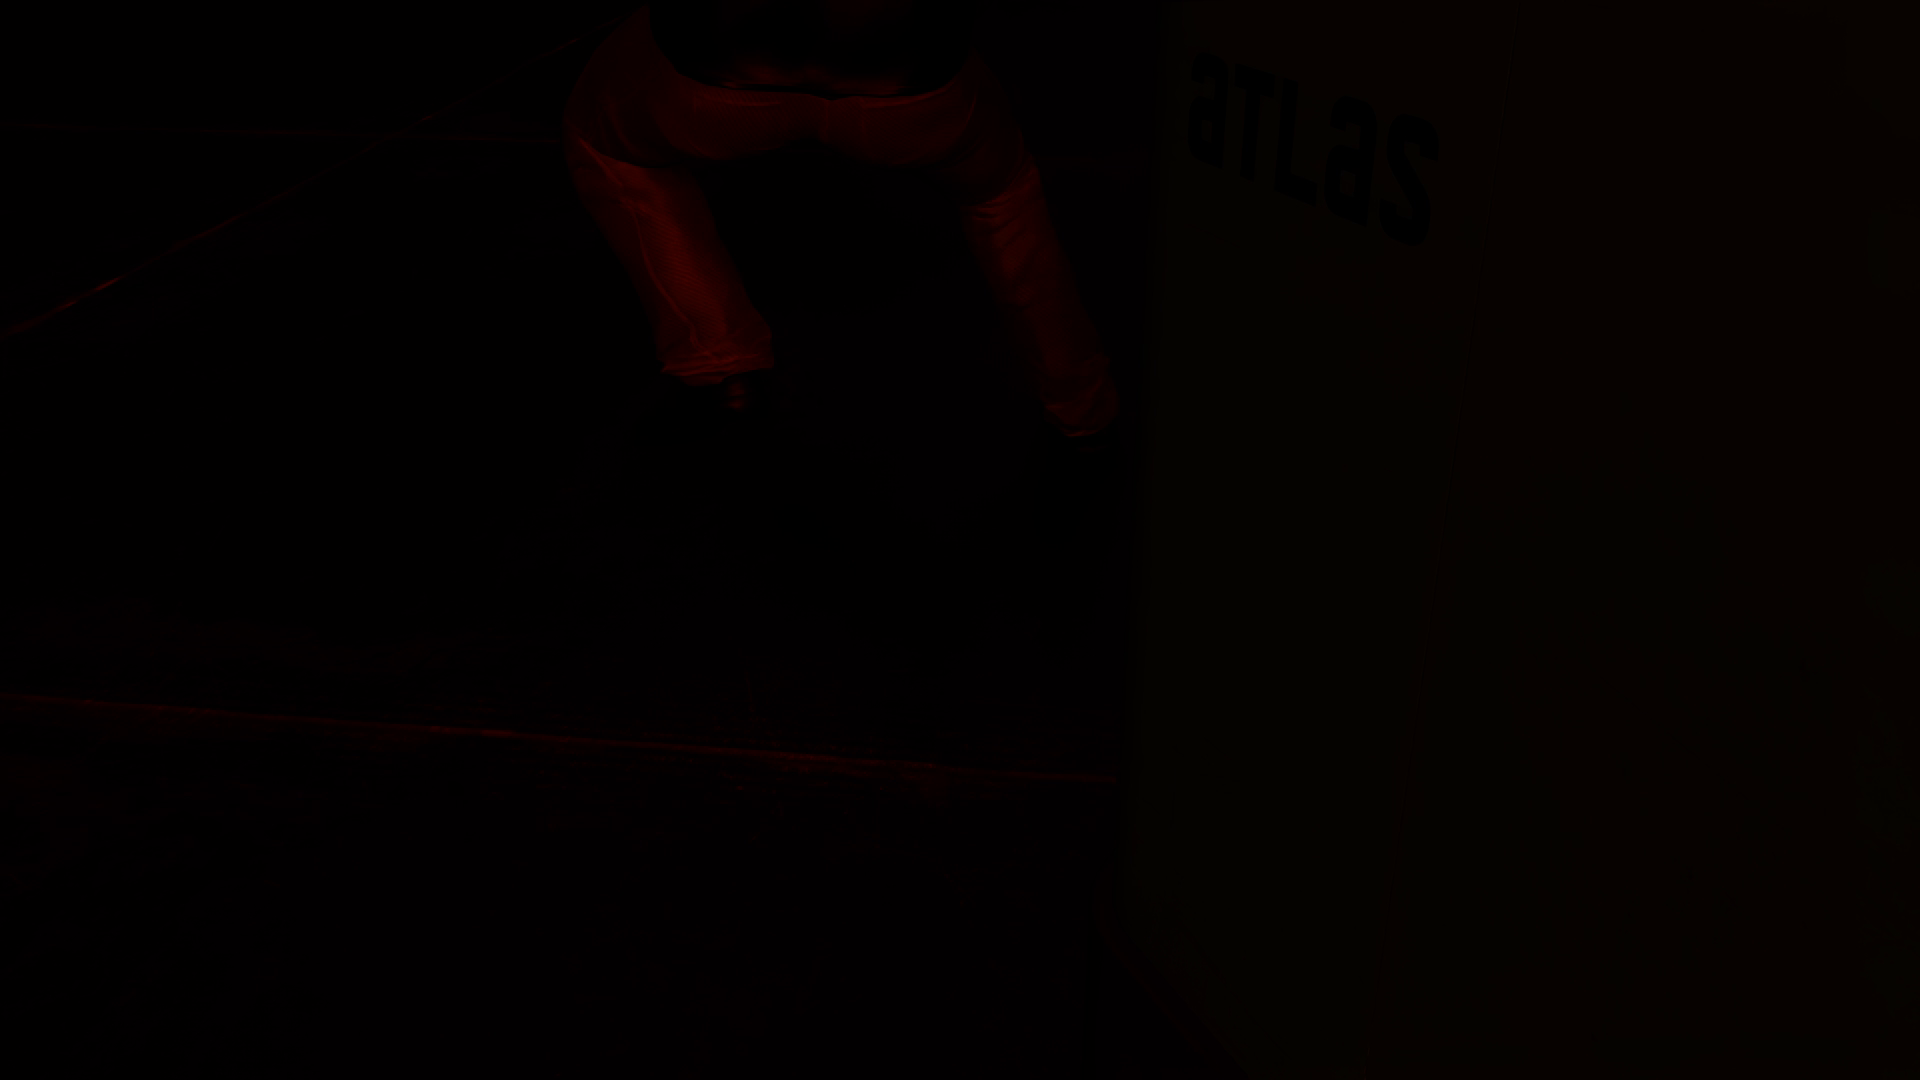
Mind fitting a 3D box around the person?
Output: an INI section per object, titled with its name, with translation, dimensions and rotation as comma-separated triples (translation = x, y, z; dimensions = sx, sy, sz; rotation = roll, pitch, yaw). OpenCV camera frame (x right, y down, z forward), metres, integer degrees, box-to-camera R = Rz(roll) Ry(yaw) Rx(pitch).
[person]
translation = -0.187, -0.805, 2.413
dimensions = 0.949, 1.522, 0.770
rotation = -4, 27, -7
